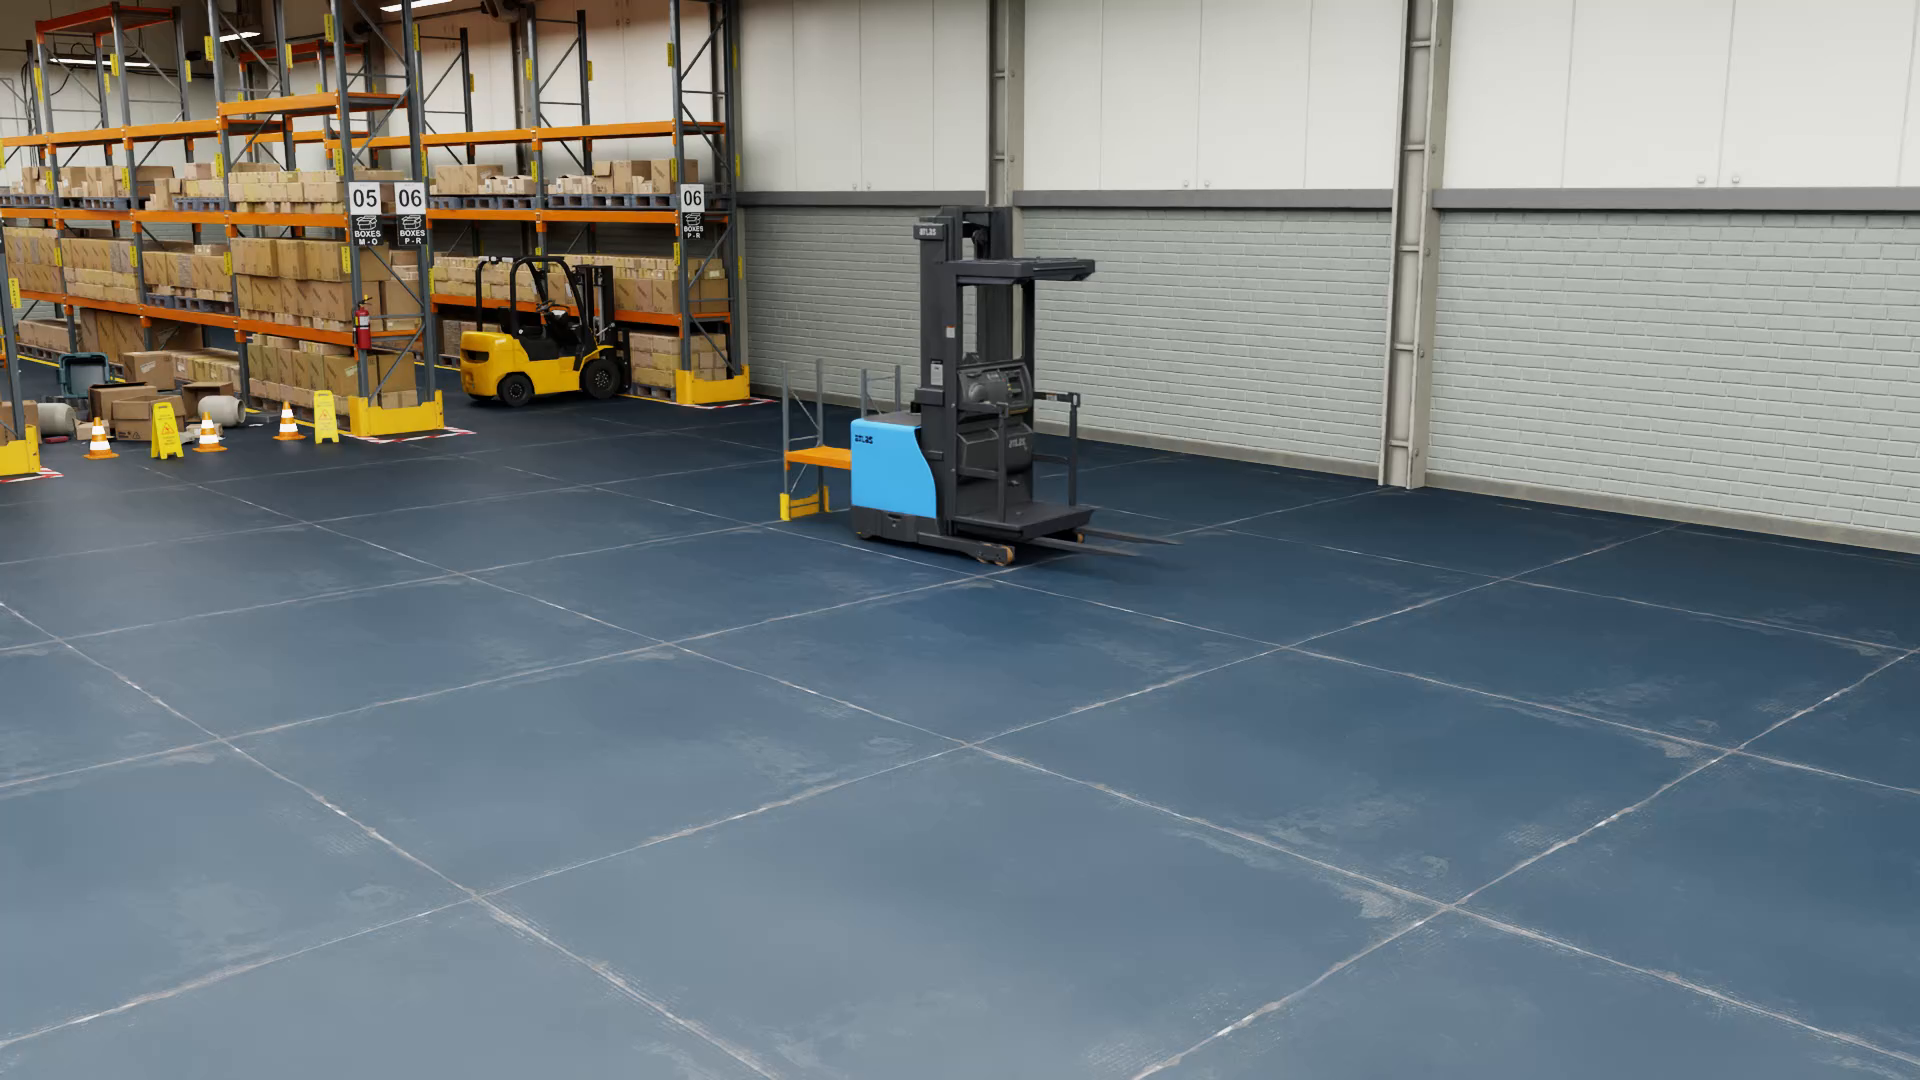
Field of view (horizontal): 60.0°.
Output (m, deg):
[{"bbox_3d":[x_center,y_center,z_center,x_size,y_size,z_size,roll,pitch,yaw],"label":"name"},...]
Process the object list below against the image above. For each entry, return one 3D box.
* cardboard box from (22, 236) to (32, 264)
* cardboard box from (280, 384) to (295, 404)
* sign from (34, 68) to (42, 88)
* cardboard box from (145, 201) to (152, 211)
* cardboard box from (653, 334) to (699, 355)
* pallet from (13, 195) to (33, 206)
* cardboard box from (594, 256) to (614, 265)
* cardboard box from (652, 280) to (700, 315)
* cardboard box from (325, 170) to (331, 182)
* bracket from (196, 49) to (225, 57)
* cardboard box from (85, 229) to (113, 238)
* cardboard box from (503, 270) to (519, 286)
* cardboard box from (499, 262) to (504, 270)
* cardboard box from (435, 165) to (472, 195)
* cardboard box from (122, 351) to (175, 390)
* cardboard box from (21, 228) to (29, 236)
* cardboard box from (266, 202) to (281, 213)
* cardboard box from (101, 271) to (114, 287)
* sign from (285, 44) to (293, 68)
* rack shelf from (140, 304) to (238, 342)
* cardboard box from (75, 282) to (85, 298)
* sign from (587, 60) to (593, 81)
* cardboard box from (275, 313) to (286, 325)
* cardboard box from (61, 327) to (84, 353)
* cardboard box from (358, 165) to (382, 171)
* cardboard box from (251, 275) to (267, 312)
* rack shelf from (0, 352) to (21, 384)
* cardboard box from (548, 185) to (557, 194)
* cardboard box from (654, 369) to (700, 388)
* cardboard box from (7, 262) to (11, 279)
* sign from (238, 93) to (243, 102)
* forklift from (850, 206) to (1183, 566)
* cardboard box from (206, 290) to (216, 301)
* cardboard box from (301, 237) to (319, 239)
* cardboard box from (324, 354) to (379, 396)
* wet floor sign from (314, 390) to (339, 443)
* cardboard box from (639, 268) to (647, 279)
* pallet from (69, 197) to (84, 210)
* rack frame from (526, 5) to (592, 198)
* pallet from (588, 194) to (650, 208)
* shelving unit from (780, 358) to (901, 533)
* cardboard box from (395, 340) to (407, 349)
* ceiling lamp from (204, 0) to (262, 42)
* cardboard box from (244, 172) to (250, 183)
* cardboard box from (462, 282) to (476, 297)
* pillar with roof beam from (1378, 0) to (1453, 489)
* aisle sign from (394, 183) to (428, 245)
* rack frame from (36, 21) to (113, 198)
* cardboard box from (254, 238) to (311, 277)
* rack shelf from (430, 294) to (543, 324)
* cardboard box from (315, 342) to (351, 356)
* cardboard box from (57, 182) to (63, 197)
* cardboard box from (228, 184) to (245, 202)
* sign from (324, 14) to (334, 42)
[{"bbox_3d":[-17.184,-5.430,31.107,0.500,0.500,0.500,-11,16,-42],"label":"cardboard box"},{"bbox_3d":[-9.133,-2.053,23.214,0.500,0.250,0.500,-11,16,-43],"label":"cardboard box"},{"bbox_3d":[-16.034,-8.038,28.917,0.100,0.325,0.005,-11,16,-43],"label":"sign"},{"bbox_3d":[-12.758,-5.331,26.542,0.380,0.149,0.250,-11,16,-43],"label":"cardboard box"},{"bbox_3d":[-4.284,-2.952,25.100,0.500,0.250,0.500,-10,15,-41],"label":"cardboard box"},{"bbox_3d":[-17.011,-6.363,31.148,1.003,0.211,1.213,-11,16,-43],"label":"pallet"},{"bbox_3d":[-5.551,-4.410,26.293,0.380,0.149,0.250,-11,16,-43],"label":"cardboard box"},{"bbox_3d":[-4.271,-3.663,25.011,0.500,0.500,0.500,-11,16,-44],"label":"cardboard box"},{"bbox_3d":[-7.926,-4.675,21.381,0.380,0.149,0.250,-11,16,-42],"label":"cardboard box"},{"bbox_3d":[-18.473,-11.553,39.768,0.076,0.066,5.218,-11,16,-43],"label":"bracket"},{"bbox_3d":[-15.646,-5.577,30.213,0.380,0.149,0.250,-11,16,-43],"label":"cardboard box"},{"bbox_3d":[-7.388,-4.444,28.183,0.500,0.250,0.500,11,16,44],"label":"cardboard box"},{"bbox_3d":[-7.635,-4.694,28.404,0.250,0.149,0.380,11,16,44],"label":"cardboard box"},{"bbox_3d":[-8.942,-6.380,29.474,0.500,0.500,0.500,-11,16,-42],"label":"cardboard box"},{"bbox_3d":[-11.357,-2.365,23.274,0.500,0.500,0.500,-11,16,-43],"label":"cardboard box"},{"bbox_3d":[-17.292,-5.756,31.082,0.250,0.149,0.380,11,16,44],"label":"cardboard box"},{"bbox_3d":[-9.226,-4.537,22.687,0.380,0.149,0.250,-11,16,-44],"label":"cardboard box"},{"bbox_3d":[-14.096,-4.407,28.003,0.500,0.250,0.500,11,16,44],"label":"cardboard box"},{"bbox_3d":[-9.686,-6.978,23.970,0.100,0.325,0.005,-11,16,-43],"label":"sign"},{"bbox_3d":[-11.472,-3.410,25.813,1.077,0.370,4.000,-11,16,-43],"label":"rack shelf"},{"bbox_3d":[-15.144,-4.388,29.150,0.500,0.250,0.500,11,16,44],"label":"cardboard box"},{"bbox_3d":[-6.085,-7.710,27.326,0.100,0.325,0.005,-11,16,-43],"label":"sign"},{"bbox_3d":[-9.229,-3.069,22.996,0.380,0.149,0.250,-11,16,-42],"label":"cardboard box"},{"bbox_3d":[-15.971,-3.696,30.724,0.875,0.438,0.875,-11,16,-43],"label":"cardboard box"},{"bbox_3d":[-11.560,-7.211,32.614,0.396,0.266,0.258,-11,16,-43],"label":"cardboard box"},{"bbox_3d":[-9.625,-3.492,23.444,0.500,0.500,0.500,-11,16,-43],"label":"cardboard box"},{"bbox_3d":[-12.220,-2.122,19.560,1.077,0.370,4.000,-11,16,-43],"label":"rack shelf"},{"bbox_3d":[-6.413,-5.656,26.831,0.380,0.149,0.250,-10,16,-41],"label":"cardboard box"},{"bbox_3d":[-4.294,-2.463,25.204,0.500,0.250,0.500,-11,16,-42],"label":"cardboard box"},{"bbox_3d":[-18.254,-5.161,32.280,0.500,0.500,0.500,-11,16,-43],"label":"cardboard box"},{"bbox_3d":[-15.183,-9.273,35.110,0.100,0.325,0.005,-11,16,-43],"label":"sign"},{"bbox_3d":[0.464,-1.339,14.147,3.031,2.935,1.130,10,15,39],"label":"forklift"},{"bbox_3d":[-11.019,-3.664,24.842,0.380,0.149,0.250,-11,16,-43],"label":"cardboard box"},{"bbox_3d":[-13.636,-6.031,34.528,0.500,0.500,0.500,-10,16,-41],"label":"cardboard box"},{"bbox_3d":[-8.070,-2.194,22.041,0.500,0.500,0.500,-11,16,-42],"label":"cardboard box"},{"bbox_3d":[-7.971,-1.557,20.869,0.267,0.644,0.232,-5,13,-23],"label":"wet floor sign"},{"bbox_3d":[-4.679,-4.075,25.400,0.380,0.149,0.250,-11,16,-43],"label":"cardboard box"},{"bbox_3d":[-14.947,-5.887,29.091,1.217,0.209,0.805,11,16,43],"label":"pallet"},{"bbox_3d":[-6.503,-7.101,27.078,1.000,3.000,0.127,-11,16,-43],"label":"rack frame"},{"bbox_3d":[-5.057,-5.290,25.939,1.003,0.211,1.213,-11,16,-43],"label":"pallet"},{"bbox_3d":[-1.116,-0.906,15.590,1.083,1.500,0.587,10,15,39],"label":"shelving unit"},{"bbox_3d":[-10.414,-3.910,31.612,0.500,0.500,0.500,-10,15,-40],"label":"cardboard box"},{"bbox_3d":[-13.039,-10.699,30.076,0.800,3.185,2.000,-11,16,-43],"label":"ceiling lamp"},{"bbox_3d":[-9.733,-5.042,23.164,0.250,0.149,0.380,11,16,43],"label":"cardboard box"},{"bbox_3d":[-8.431,-4.426,29.333,0.500,0.250,0.500,11,16,43],"label":"cardboard box"},{"bbox_3d":[1.604,-4.393,13.935,9.100,9.000,0.400,-11,16,-43],"label":"pillar with roof beam"},{"bbox_3d":[-7.061,-4.194,21.394,0.394,0.787,0.004,-11,16,-43],"label":"aisle sign"},{"bbox_3d":[-15.615,-7.577,29.385,1.000,3.000,0.127,-11,16,-43],"label":"rack frame"},{"bbox_3d":[-9.280,-3.906,22.974,0.700,0.500,0.500,-11,16,-44],"label":"cardboard box"},{"bbox_3d":[-7.884,-4.102,29.173,1.077,0.370,4.000,-11,16,-43],"label":"rack shelf"},{"bbox_3d":[-8.372,-2.556,22.190,0.380,0.149,0.250,-10,15,-41],"label":"cardboard box"},{"bbox_3d":[-15.523,-6.125,29.068,0.396,0.266,0.258,-11,16,-43],"label":"cardboard box"},{"bbox_3d":[-9.985,-4.910,23.509,0.500,0.250,0.500,-11,16,-44],"label":"cardboard box"},{"bbox_3d":[-7.744,-6.286,20.414,0.100,0.325,0.005,-11,16,-43],"label":"sign"}]
